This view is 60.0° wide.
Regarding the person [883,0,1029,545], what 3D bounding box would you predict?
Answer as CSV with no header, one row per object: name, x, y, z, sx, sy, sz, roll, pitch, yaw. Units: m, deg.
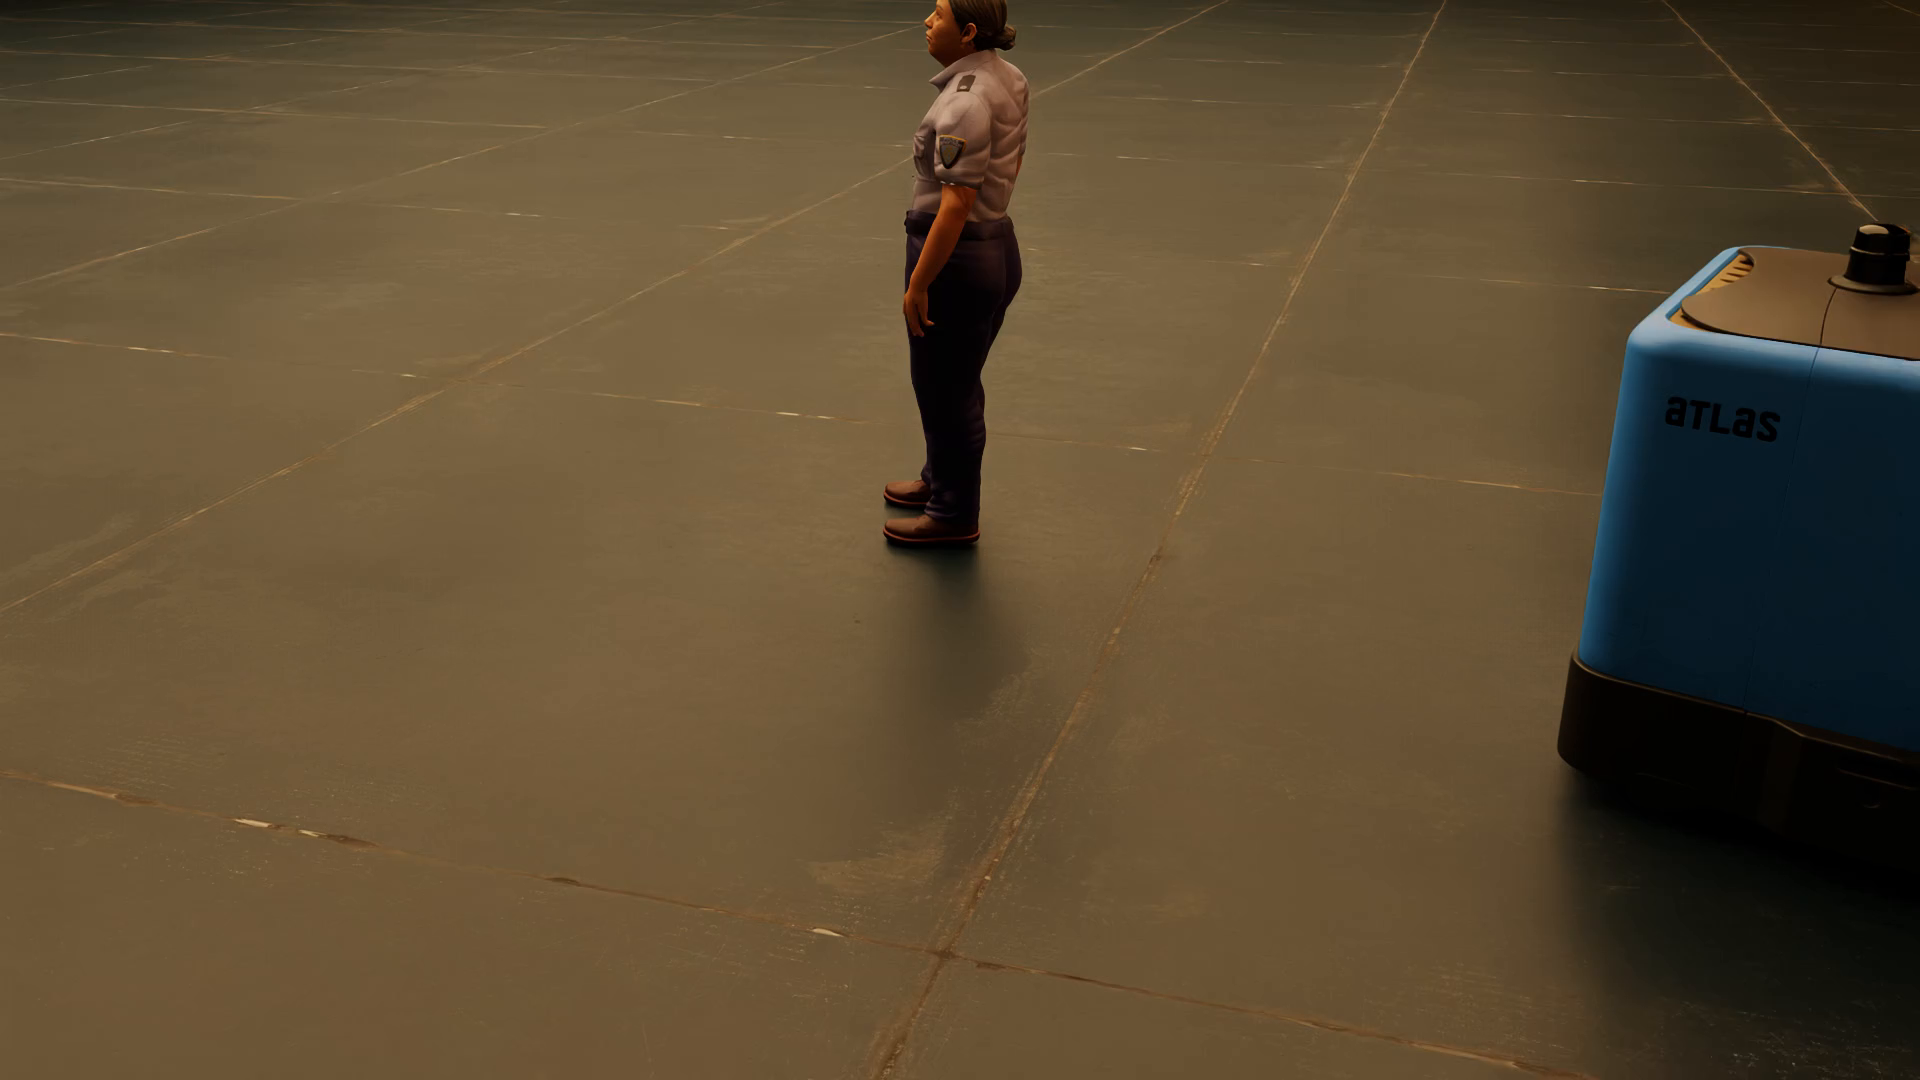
person,-0.079,-0.787,4.849,0.502,1.651,0.598,7,23,16

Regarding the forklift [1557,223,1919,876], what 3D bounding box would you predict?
forklift,2.859,-0.632,2.810,3.031,2.935,1.130,14,26,31
